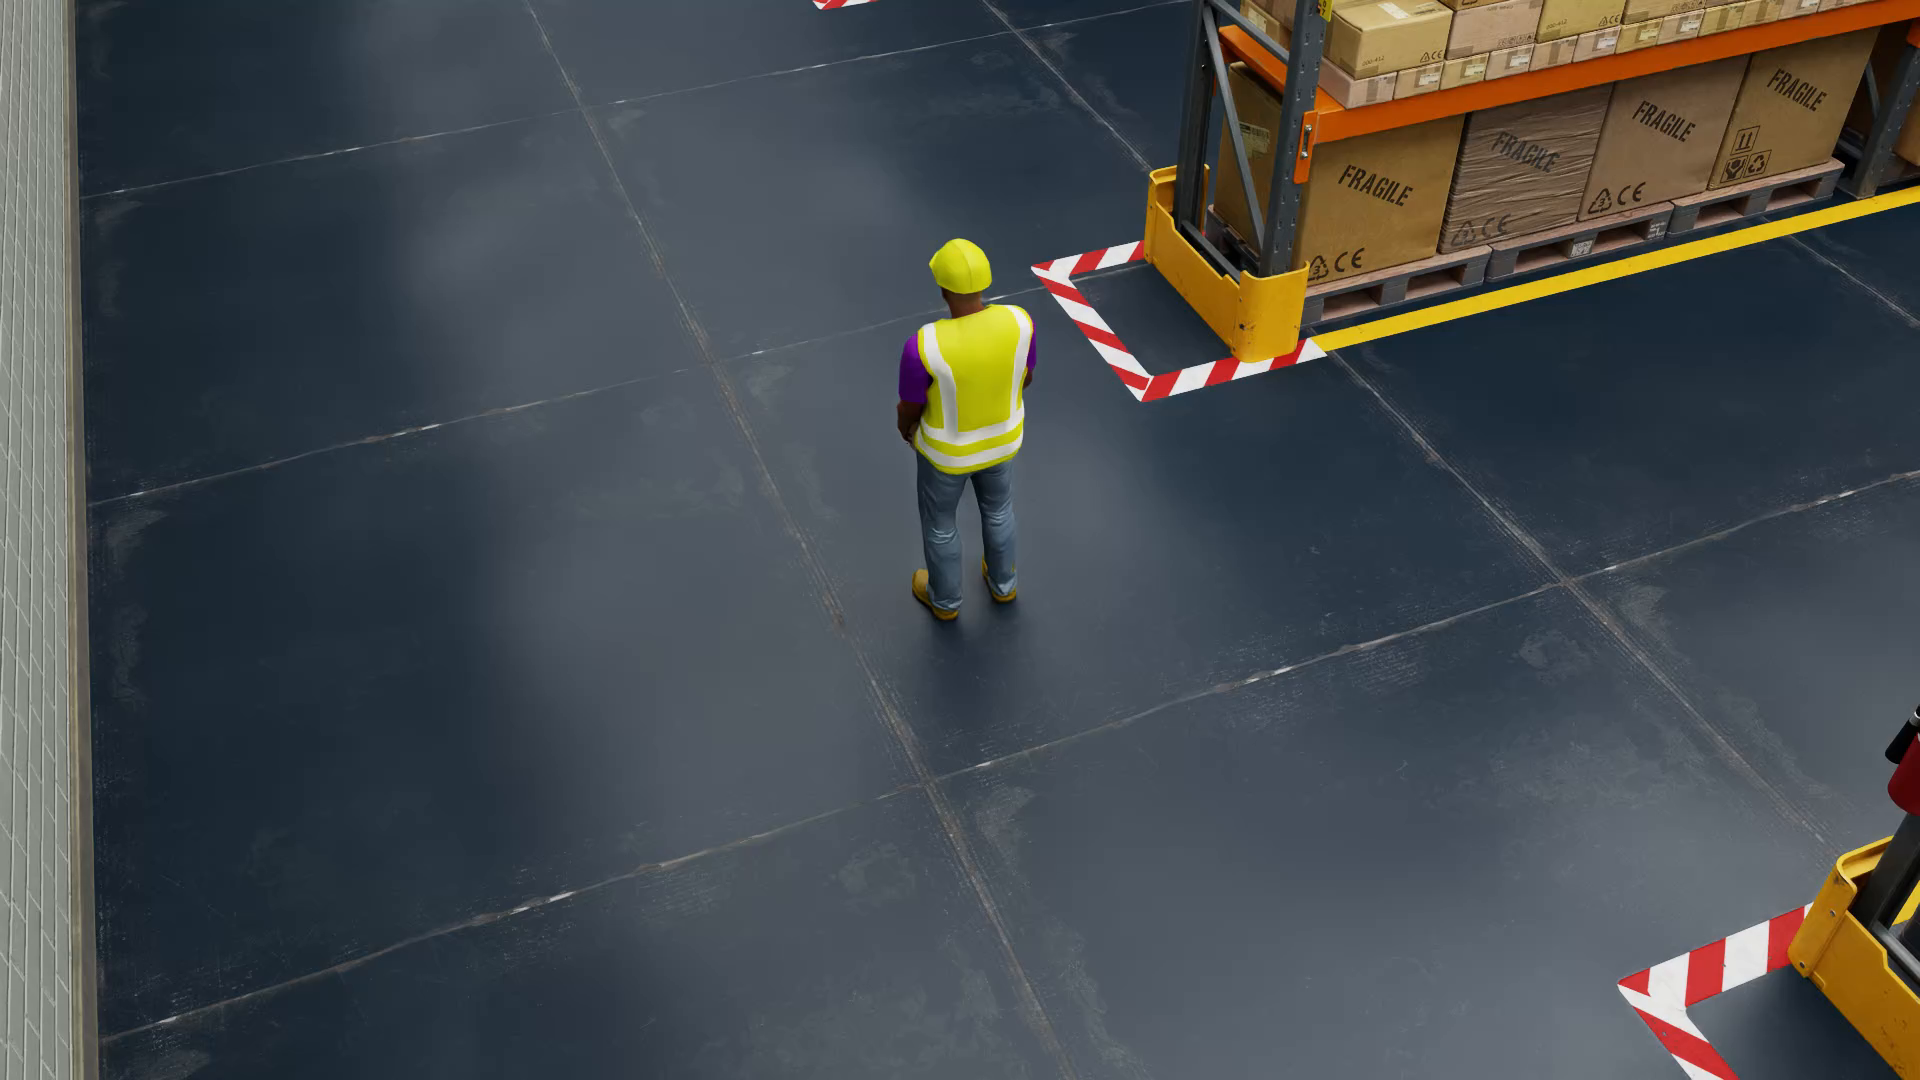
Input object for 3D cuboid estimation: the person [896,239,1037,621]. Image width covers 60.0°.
[{"bbox_3d":[0.011,-0.424,6.620,0.572,1.767,0.470,-16,44,-17],"label":"person"}]
